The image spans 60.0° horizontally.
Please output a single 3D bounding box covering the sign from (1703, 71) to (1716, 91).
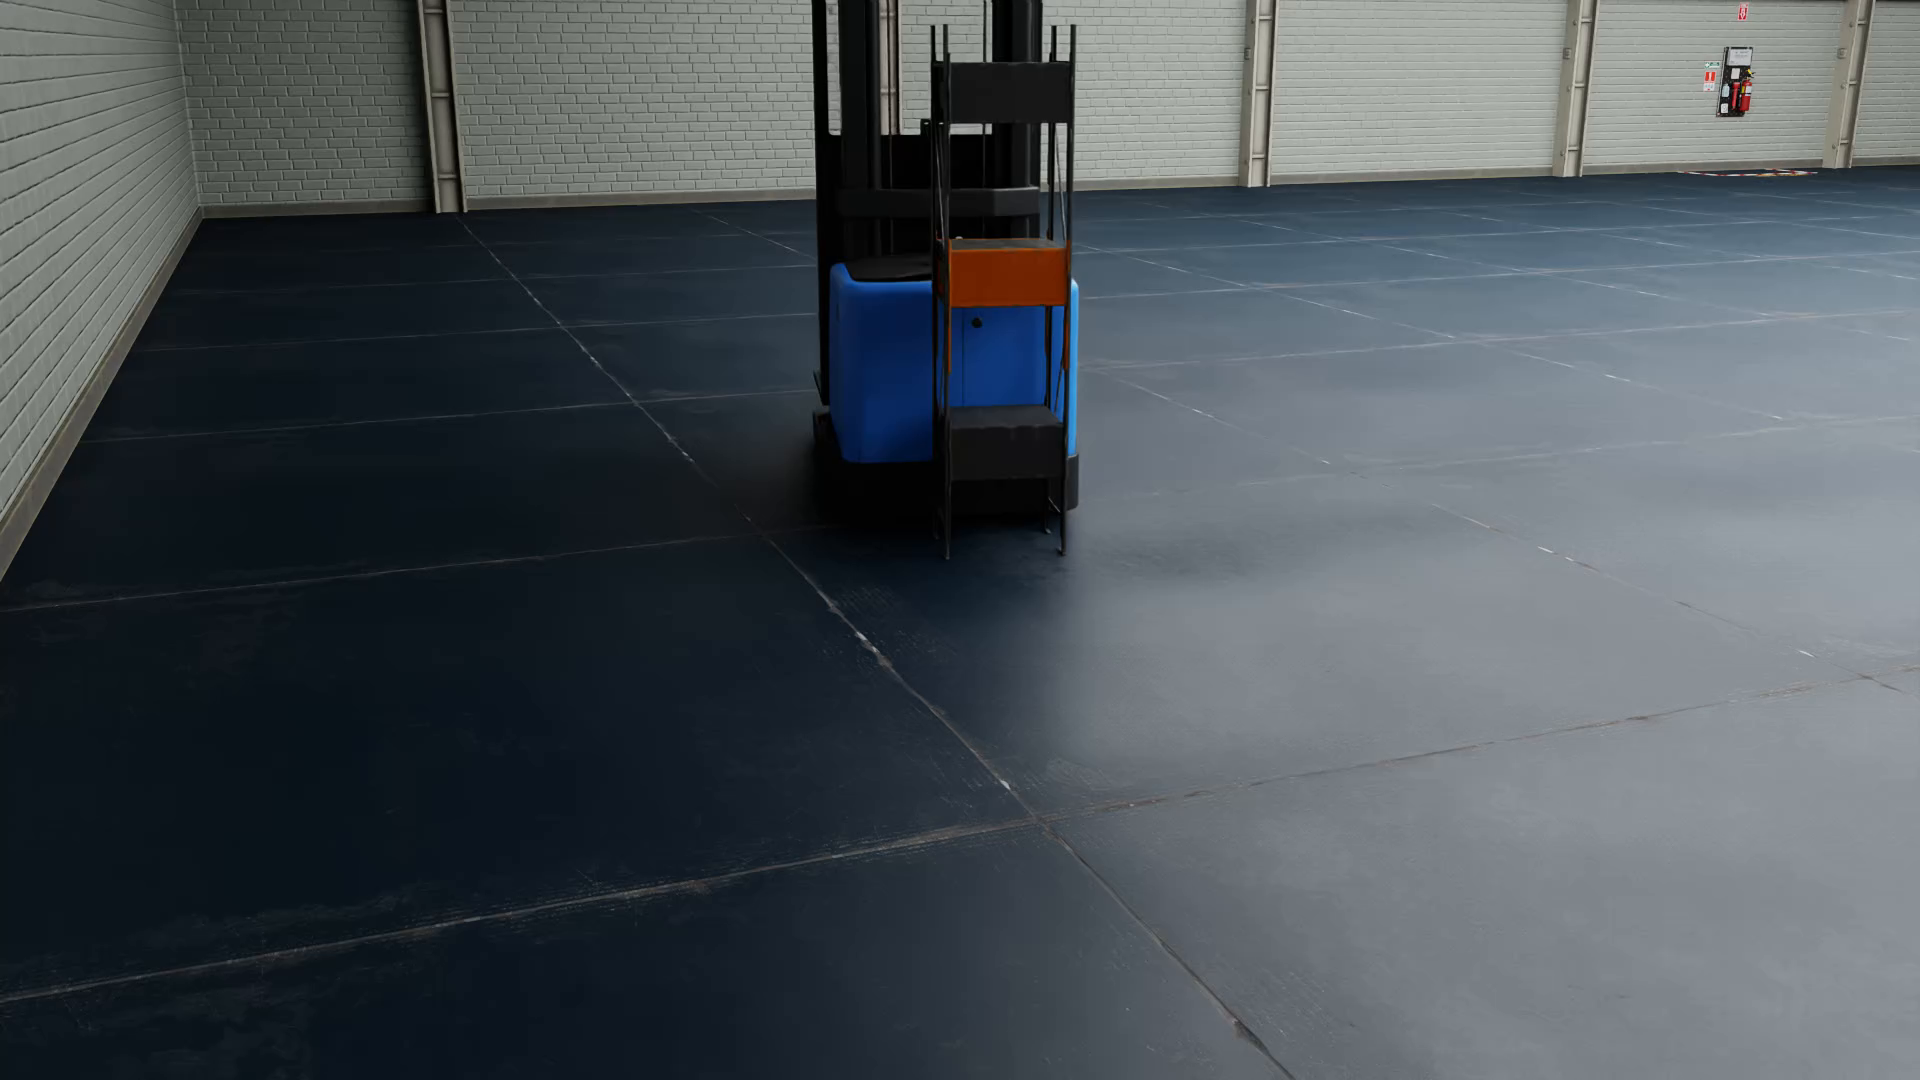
[{"bbox_3d":[12.893,-7.895,28.595,0.234,0.329,0.001,-6,17,-20],"label":"sign"}]

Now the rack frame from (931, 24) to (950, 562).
[{"bbox_3d":[-0.080,-0.975,6.693,0.015,2.100,0.400,-2,17,-8],"label":"rack frame"}]

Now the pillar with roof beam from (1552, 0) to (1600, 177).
[{"bbox_3d":[11.705,-9.286,22.749,0.400,9.000,9.100,-6,17,-20],"label":"pillar with roof beam"}]

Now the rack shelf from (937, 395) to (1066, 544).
[{"bbox_3d":[0.161,-0.301,6.928,0.480,0.518,0.431,-2,17,-8],"label":"rack shelf"}]

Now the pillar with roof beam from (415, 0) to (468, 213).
[{"bbox_3d":[-5.103,-7.471,16.570,0.400,9.000,9.100,-6,17,-20],"label":"pillar with roof beam"}]

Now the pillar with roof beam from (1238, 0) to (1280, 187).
[{"bbox_3d":[6.102,-8.681,20.689,0.400,9.000,9.100,-6,17,-20],"label":"pillar with roof beam"}]

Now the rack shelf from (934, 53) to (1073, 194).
[{"bbox_3d":[0.161,-1.644,6.534,0.480,0.518,0.431,-2,17,-8],"label":"rack shelf"}]

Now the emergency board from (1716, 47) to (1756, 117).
[{"bbox_3d":[13.446,-7.906,28.698,0.643,1.169,0.194,-6,17,-20],"label":"emergency board"}]

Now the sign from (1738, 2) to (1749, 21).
[{"bbox_3d":[13.403,-9.044,28.457,0.199,0.298,0.001,-6,17,-20],"label":"sign"}]

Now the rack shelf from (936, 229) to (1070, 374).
[{"bbox_3d":[0.161,-0.972,6.731,0.480,0.518,0.431,-2,17,-8],"label":"rack shelf"}]

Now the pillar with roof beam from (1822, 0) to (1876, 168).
[{"bbox_3d":[17.308,-9.891,24.809,0.400,9.000,9.100,-6,17,-20],"label":"pillar with roof beam"}]

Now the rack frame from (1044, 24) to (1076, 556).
[{"bbox_3d":[0.403,-0.996,6.762,0.015,2.100,0.400,-2,17,-8],"label":"rack frame"}]

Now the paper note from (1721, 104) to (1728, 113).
[{"bbox_3d":[13.256,-7.484,28.823,0.142,0.148,0.016,-6,17,-20],"label":"paper note"}]

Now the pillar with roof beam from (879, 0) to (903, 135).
[{"bbox_3d":[0.499,-8.076,18.630,0.400,9.000,9.100,-6,17,-20],"label":"pillar with roof beam"}]

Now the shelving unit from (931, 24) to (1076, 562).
[{"bbox_3d":[0.161,-0.985,6.727,0.503,2.100,0.431,-2,17,-8],"label":"shelving unit"}]

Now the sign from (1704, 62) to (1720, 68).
[{"bbox_3d":[12.900,-8.147,28.514,0.331,0.109,0.001,-6,17,-20],"label":"sign"}]

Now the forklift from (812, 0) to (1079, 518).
[{"bbox_3d":[-0.186,-1.870,8.264,1.130,2.935,3.031,-2,17,-7],"label":"forklift"}]
